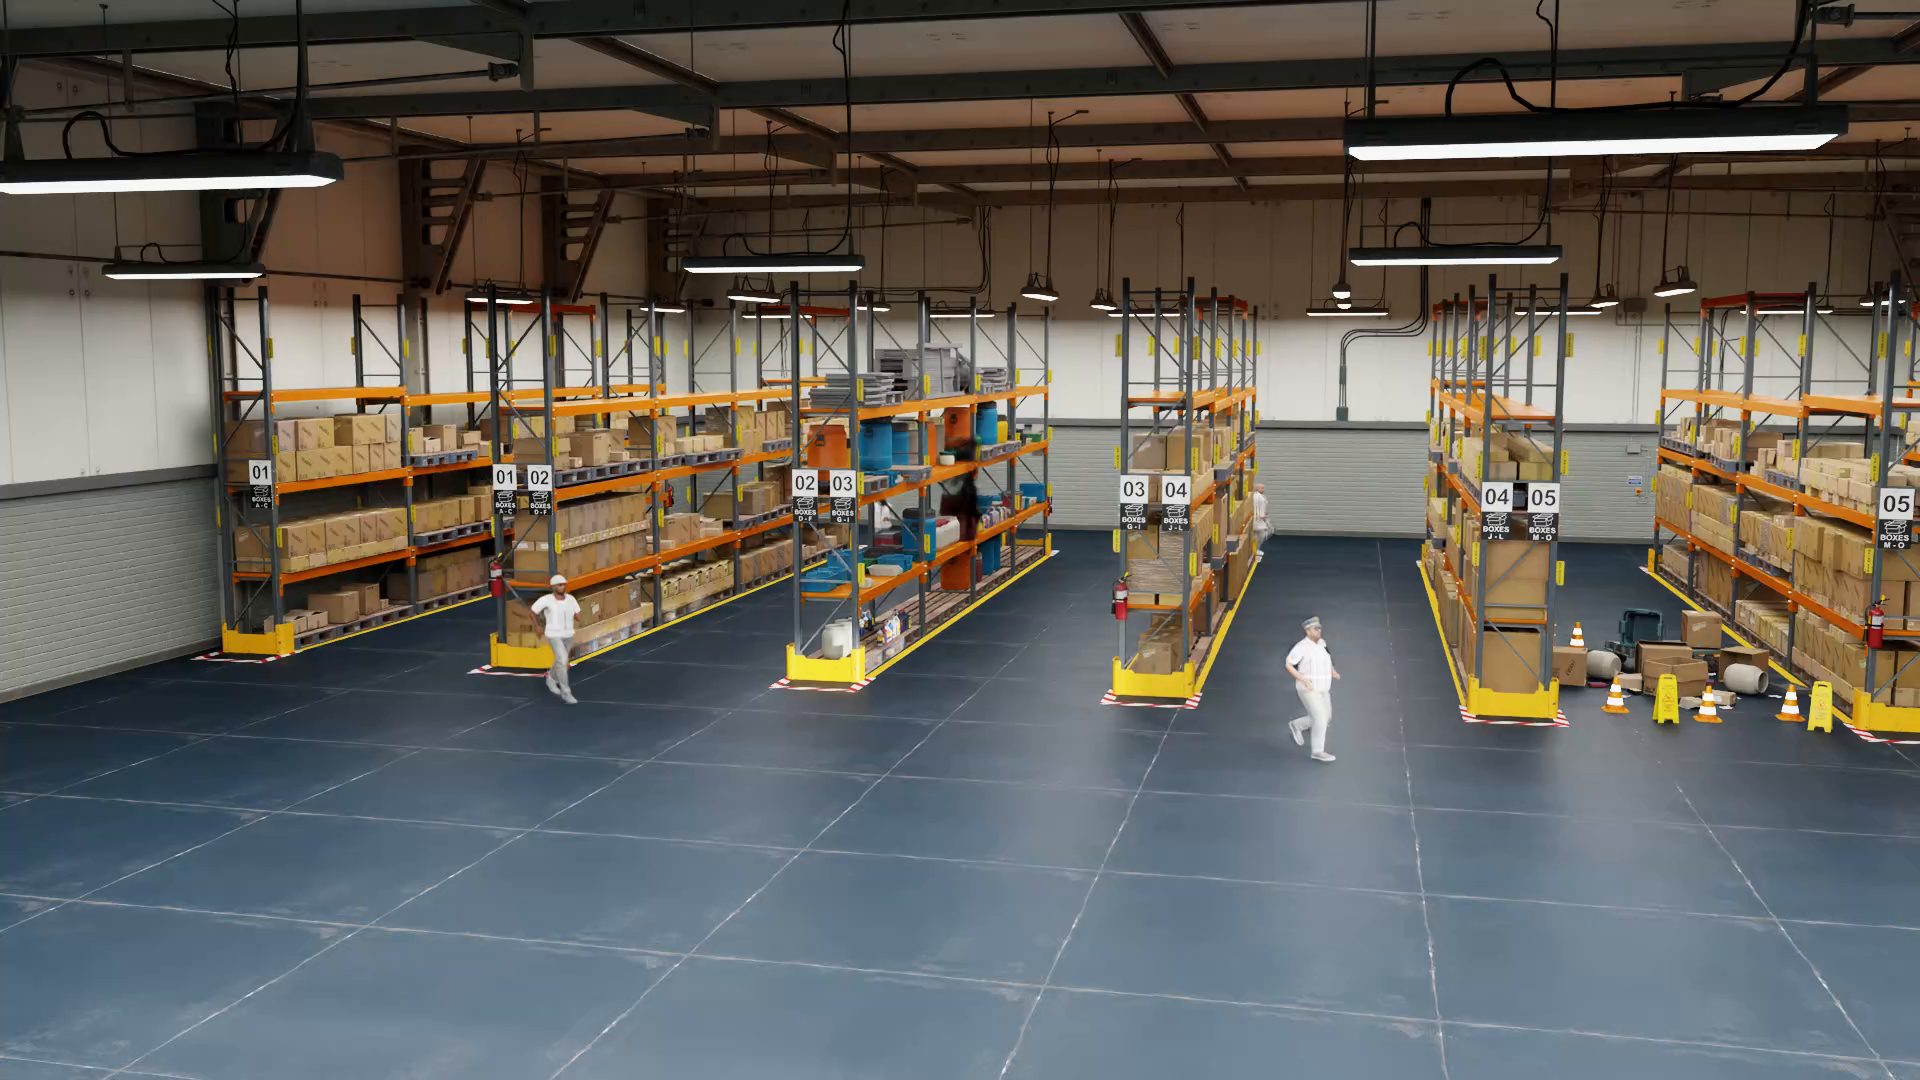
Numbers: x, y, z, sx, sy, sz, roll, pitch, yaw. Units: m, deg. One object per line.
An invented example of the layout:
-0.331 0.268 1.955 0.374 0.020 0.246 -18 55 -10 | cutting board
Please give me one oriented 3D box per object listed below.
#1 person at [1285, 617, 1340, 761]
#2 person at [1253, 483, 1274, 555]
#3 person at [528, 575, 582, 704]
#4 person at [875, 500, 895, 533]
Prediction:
4.302 1.797 20.405 0.660 1.742 0.786 -5 9 -40 | person
7.353 -0.508 40.497 0.561 1.743 0.741 3 7 26 | person
-5.700 1.384 23.698 0.894 1.788 0.691 6 9 40 | person
-1.820 -0.298 38.518 0.639 1.732 0.596 0 7 -2 | person
